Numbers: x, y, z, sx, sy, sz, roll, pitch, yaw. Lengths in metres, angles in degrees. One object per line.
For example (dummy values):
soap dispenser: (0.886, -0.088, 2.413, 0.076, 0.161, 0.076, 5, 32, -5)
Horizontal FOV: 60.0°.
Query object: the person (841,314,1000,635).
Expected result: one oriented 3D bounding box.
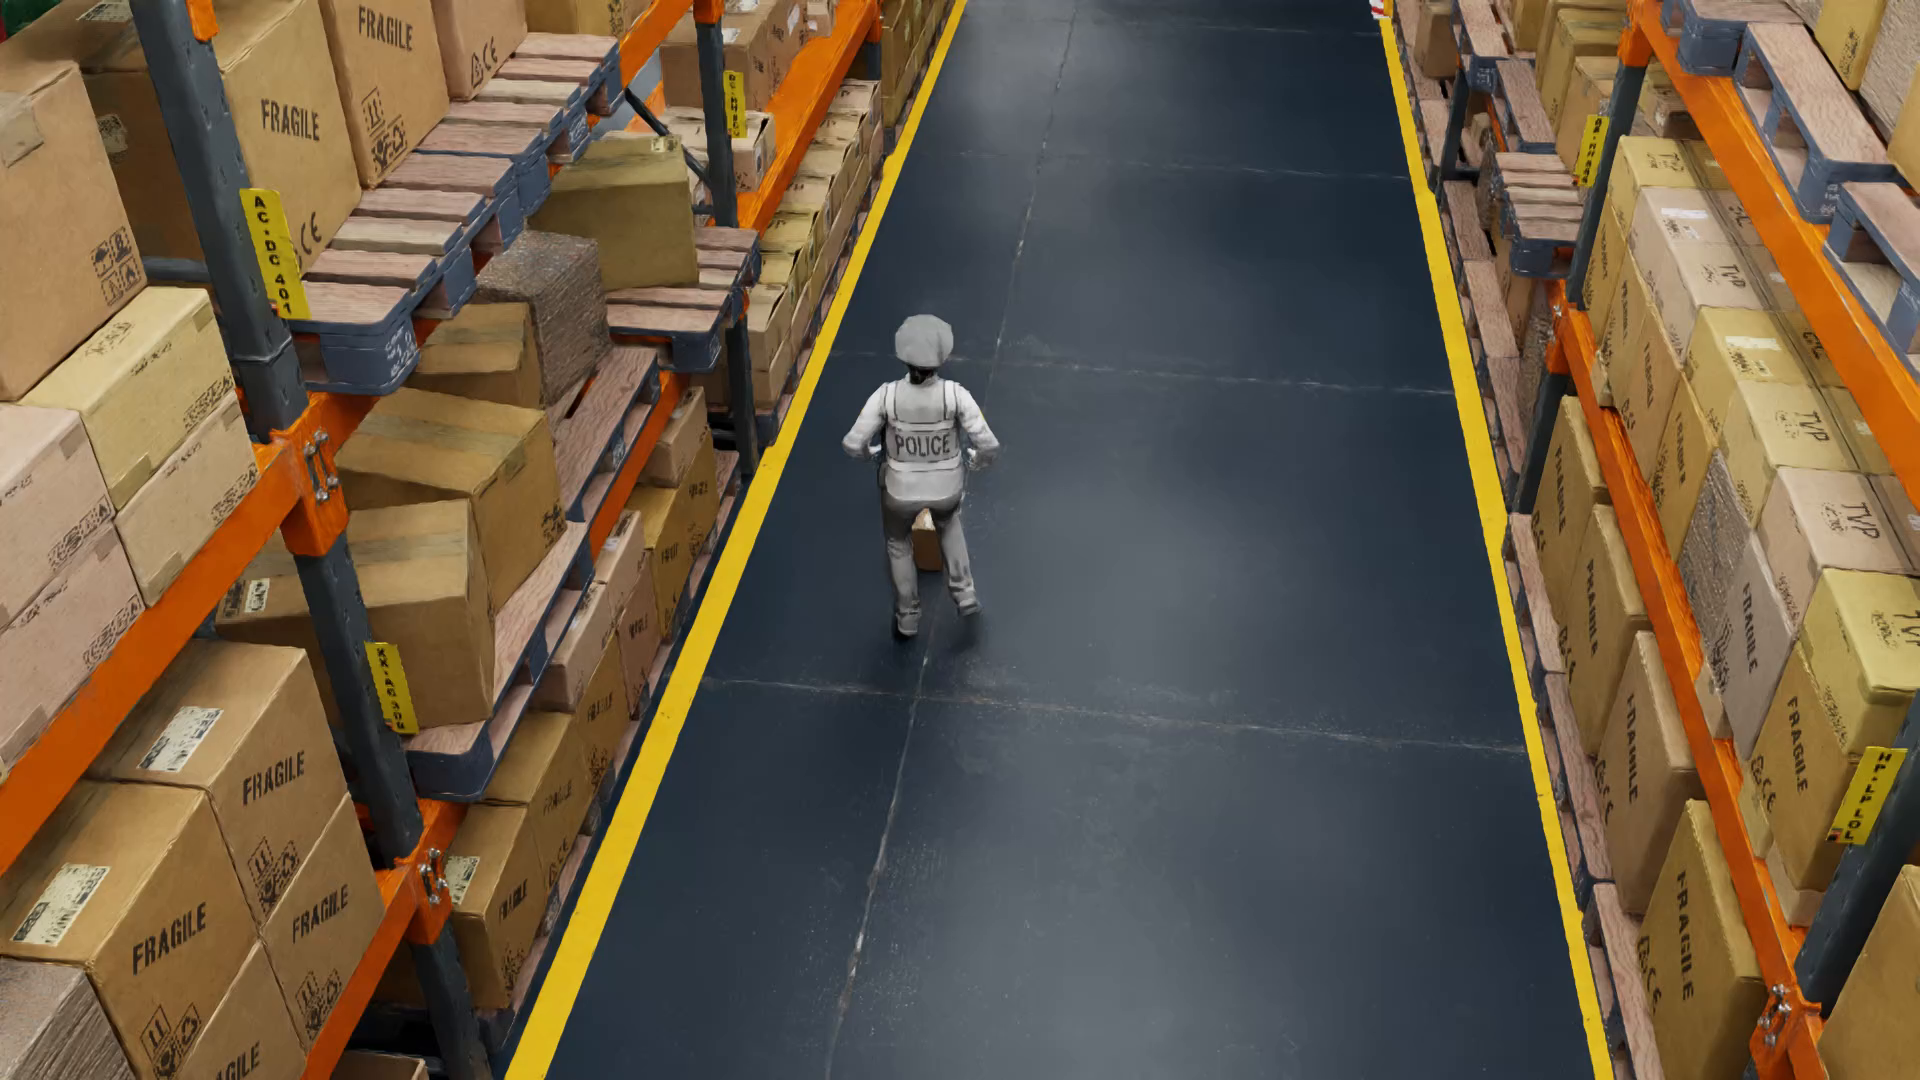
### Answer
person: (-0.189, -0.281, 7.413, 0.675, 1.657, 0.467, -6, 37, -8)
